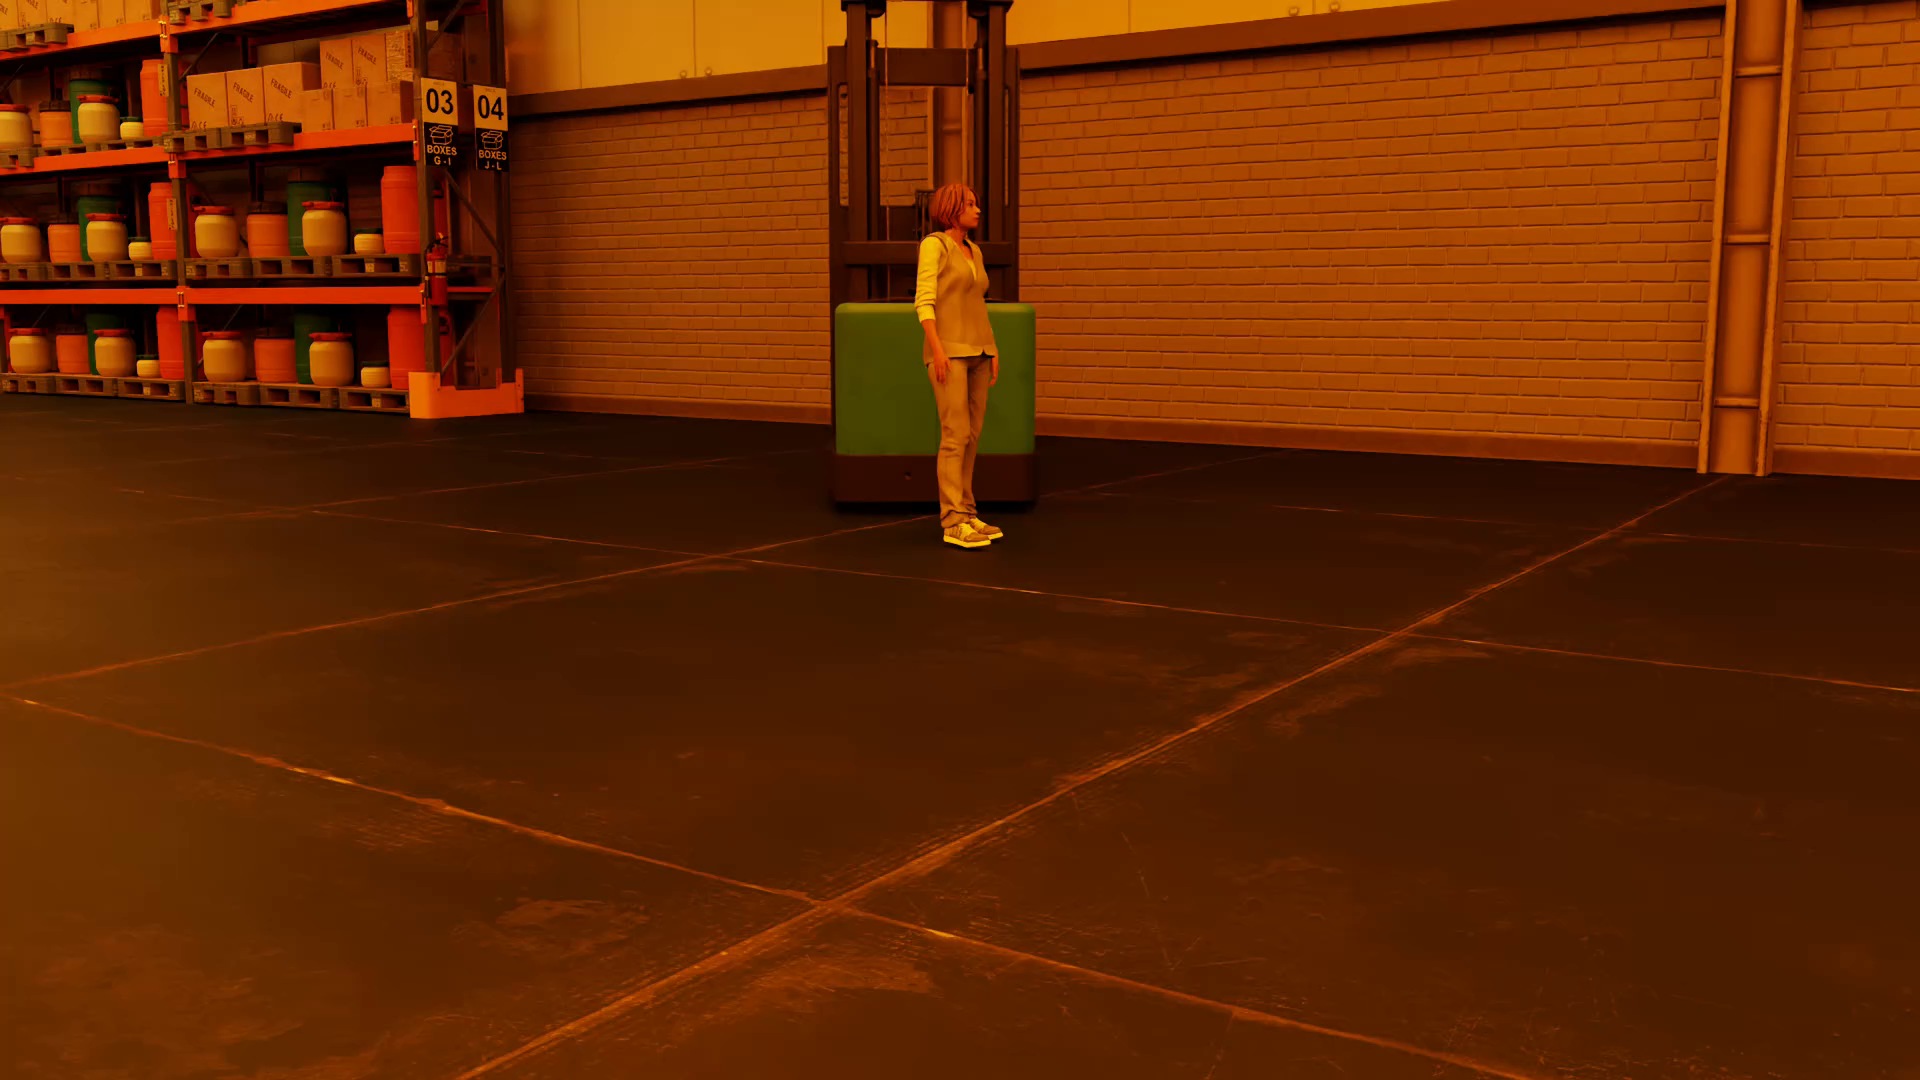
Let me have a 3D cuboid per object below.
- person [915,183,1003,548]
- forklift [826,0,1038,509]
[{"bbox_3d":[0.055,-0.790,7.437,0.472,1.600,0.520,5,10,34],"label":"person"},{"bbox_3d":[-0.225,-1.786,9.755,1.130,2.935,3.031,-1,8,-4],"label":"forklift"}]
